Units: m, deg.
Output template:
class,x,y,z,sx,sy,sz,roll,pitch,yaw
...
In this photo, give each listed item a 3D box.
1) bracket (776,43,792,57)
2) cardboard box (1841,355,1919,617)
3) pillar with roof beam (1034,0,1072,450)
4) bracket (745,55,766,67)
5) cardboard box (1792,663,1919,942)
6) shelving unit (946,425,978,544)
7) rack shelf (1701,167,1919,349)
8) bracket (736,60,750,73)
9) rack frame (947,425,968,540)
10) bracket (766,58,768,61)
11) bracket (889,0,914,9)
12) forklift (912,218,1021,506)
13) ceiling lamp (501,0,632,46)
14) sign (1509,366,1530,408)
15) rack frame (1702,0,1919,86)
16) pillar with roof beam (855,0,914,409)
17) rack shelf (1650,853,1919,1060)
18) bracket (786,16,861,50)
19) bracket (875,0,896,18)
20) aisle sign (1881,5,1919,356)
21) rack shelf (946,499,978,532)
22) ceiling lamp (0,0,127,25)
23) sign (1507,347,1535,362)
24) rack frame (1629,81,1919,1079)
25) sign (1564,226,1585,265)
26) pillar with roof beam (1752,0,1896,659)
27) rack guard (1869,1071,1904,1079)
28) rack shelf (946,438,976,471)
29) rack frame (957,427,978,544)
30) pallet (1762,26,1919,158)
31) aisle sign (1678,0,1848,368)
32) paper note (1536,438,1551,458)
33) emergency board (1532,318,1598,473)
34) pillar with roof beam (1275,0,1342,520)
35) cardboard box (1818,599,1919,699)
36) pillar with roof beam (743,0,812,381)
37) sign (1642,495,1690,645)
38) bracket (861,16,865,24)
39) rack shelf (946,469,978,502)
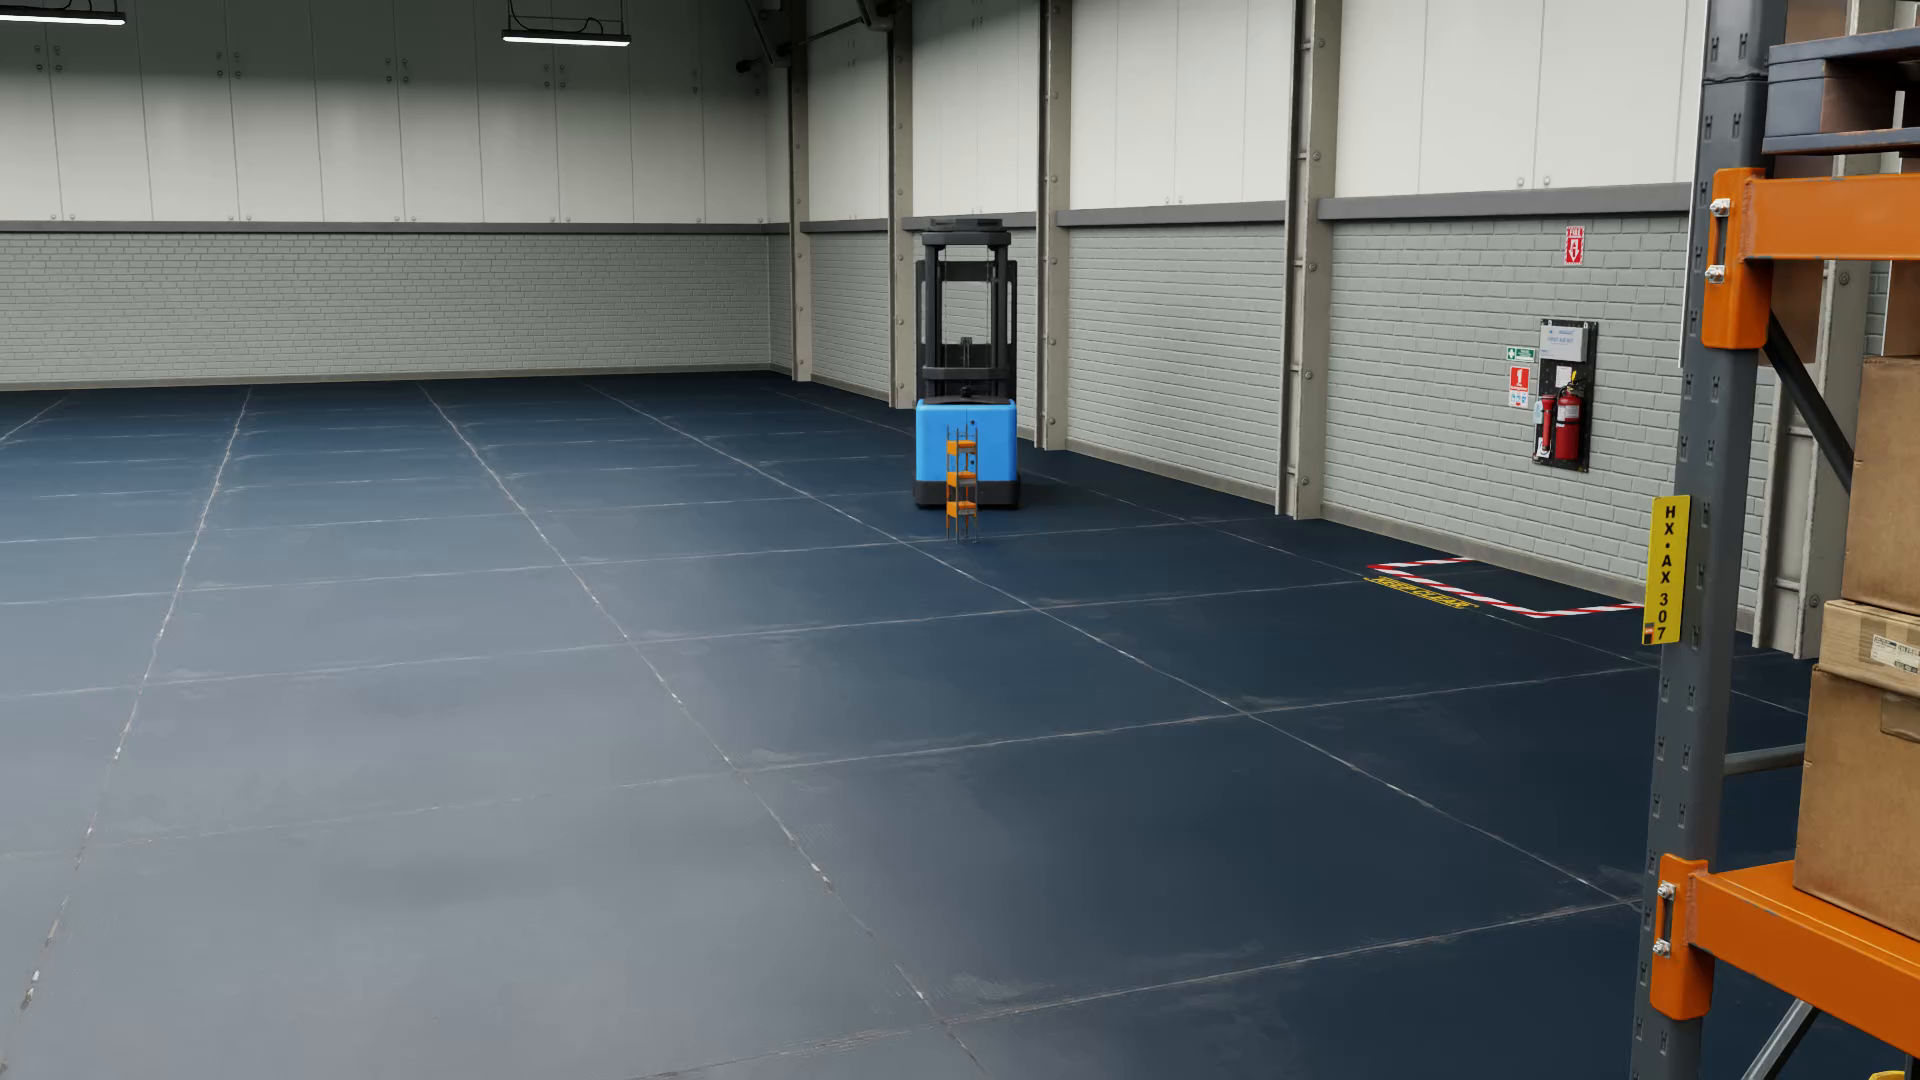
class,x,y,z,sx,sy,sz,roll,pitch,yaw
bracket,-3.321,-9.291,31.509,0.235,0.232,0.430,-4,11,-21
cardboard box,2.231,-0.105,3.288,0.700,0.500,0.500,-4,11,-21
pillar with roof beam,-2.805,-5.377,19.785,9.100,9.000,0.400,-4,11,-21
bracket,-4.267,-9.717,33.904,0.076,0.066,3.189,-4,11,-21
cardboard box,2.212,0.525,3.450,0.700,0.500,0.500,-4,11,-21
shelving unit,0.019,-0.508,15.109,0.215,1.050,0.252,-4,11,-21
rack shelf,2.780,-0.299,1.857,1.077,0.370,4.000,-4,11,-21
bracket,-4.481,-9.813,34.446,0.235,0.232,0.430,-4,11,-21
rack frame,-0.025,-0.528,15.221,0.200,1.050,0.008,-4,11,-21
bracket,-3.622,-9.427,32.271,0.235,0.232,0.430,-4,11,-21
bracket,-0.213,-7.891,23.639,0.076,0.066,4.783,-4,11,-21
forklift,0.068,-1.997,18.108,1.130,2.935,3.031,0,10,0
ceiling lamp,-6.364,-9.537,26.505,2.000,3.185,0.800,-4,11,-21
sign,4.592,-1.258,13.657,0.001,0.329,0.234,-4,11,-21
rack frame,2.055,-2.457,3.366,1.000,3.000,0.127,-4,11,-21
pillar with roof beam,-4.979,-6.357,25.290,9.100,9.000,0.548,-4,11,-21
rack shelf,2.780,1.178,2.119,1.077,0.370,4.000,-4,11,-21
bracket,-2.388,-8.871,29.145,0.076,0.066,4.783,-4,11,-21
bracket,-1.147,-8.312,26.004,0.235,0.232,0.430,-4,11,-21
aisle sign,2.305,-0.812,3.829,0.394,0.787,0.004,-4,11,-21
rack shelf,0.019,-0.224,15.159,0.215,0.259,0.240,-4,11,-21
ceiling lamp,-13.205,-9.072,23.887,2.000,3.185,0.800,-4,11,-21
sign,4.585,-1.518,13.603,0.001,0.109,0.331,-4,11,-21
rack frame,2.055,0.497,3.892,1.000,3.000,0.127,-4,11,-21
sign,4.786,-2.293,12.956,0.001,0.298,0.199,-4,11,-21
pillar with roof beam,1.544,-3.419,8.773,9.100,9.000,0.400,-4,11,-21
rack guard,2.046,1.724,4.132,1.175,0.500,0.348,-4,11,-21
rack shelf,0.019,-0.777,15.061,0.215,0.259,0.240,-4,11,-21
rack frame,0.064,-0.488,14.997,0.200,1.050,0.008,-4,11,-21
pallet,2.287,-0.819,2.978,1.003,0.211,1.213,-4,11,-21
aisle sign,1.746,-0.774,3.615,0.394,0.787,0.004,-4,11,-21
paper note,4.697,-0.743,13.380,0.016,0.148,0.142,-4,11,-21
emergency board,4.696,-1.144,13.116,0.194,1.169,0.643,-4,11,-21
pillar with roof beam,-0.630,-4.398,14.279,9.100,9.000,0.400,-4,11,-21
cardboard box,1.996,0.206,3.389,0.380,0.149,0.250,-4,11,-21
pillar with roof beam,-7.153,-7.336,30.796,9.100,9.000,0.548,-4,11,-21
sign,1.536,0.066,3.616,0.100,0.325,0.005,-4,11,-21
bracket,-1.448,-8.447,26.765,0.235,0.232,0.430,-4,11,-21
rack shelf,0.019,-0.498,15.111,0.215,0.259,0.240,-4,11,-21
